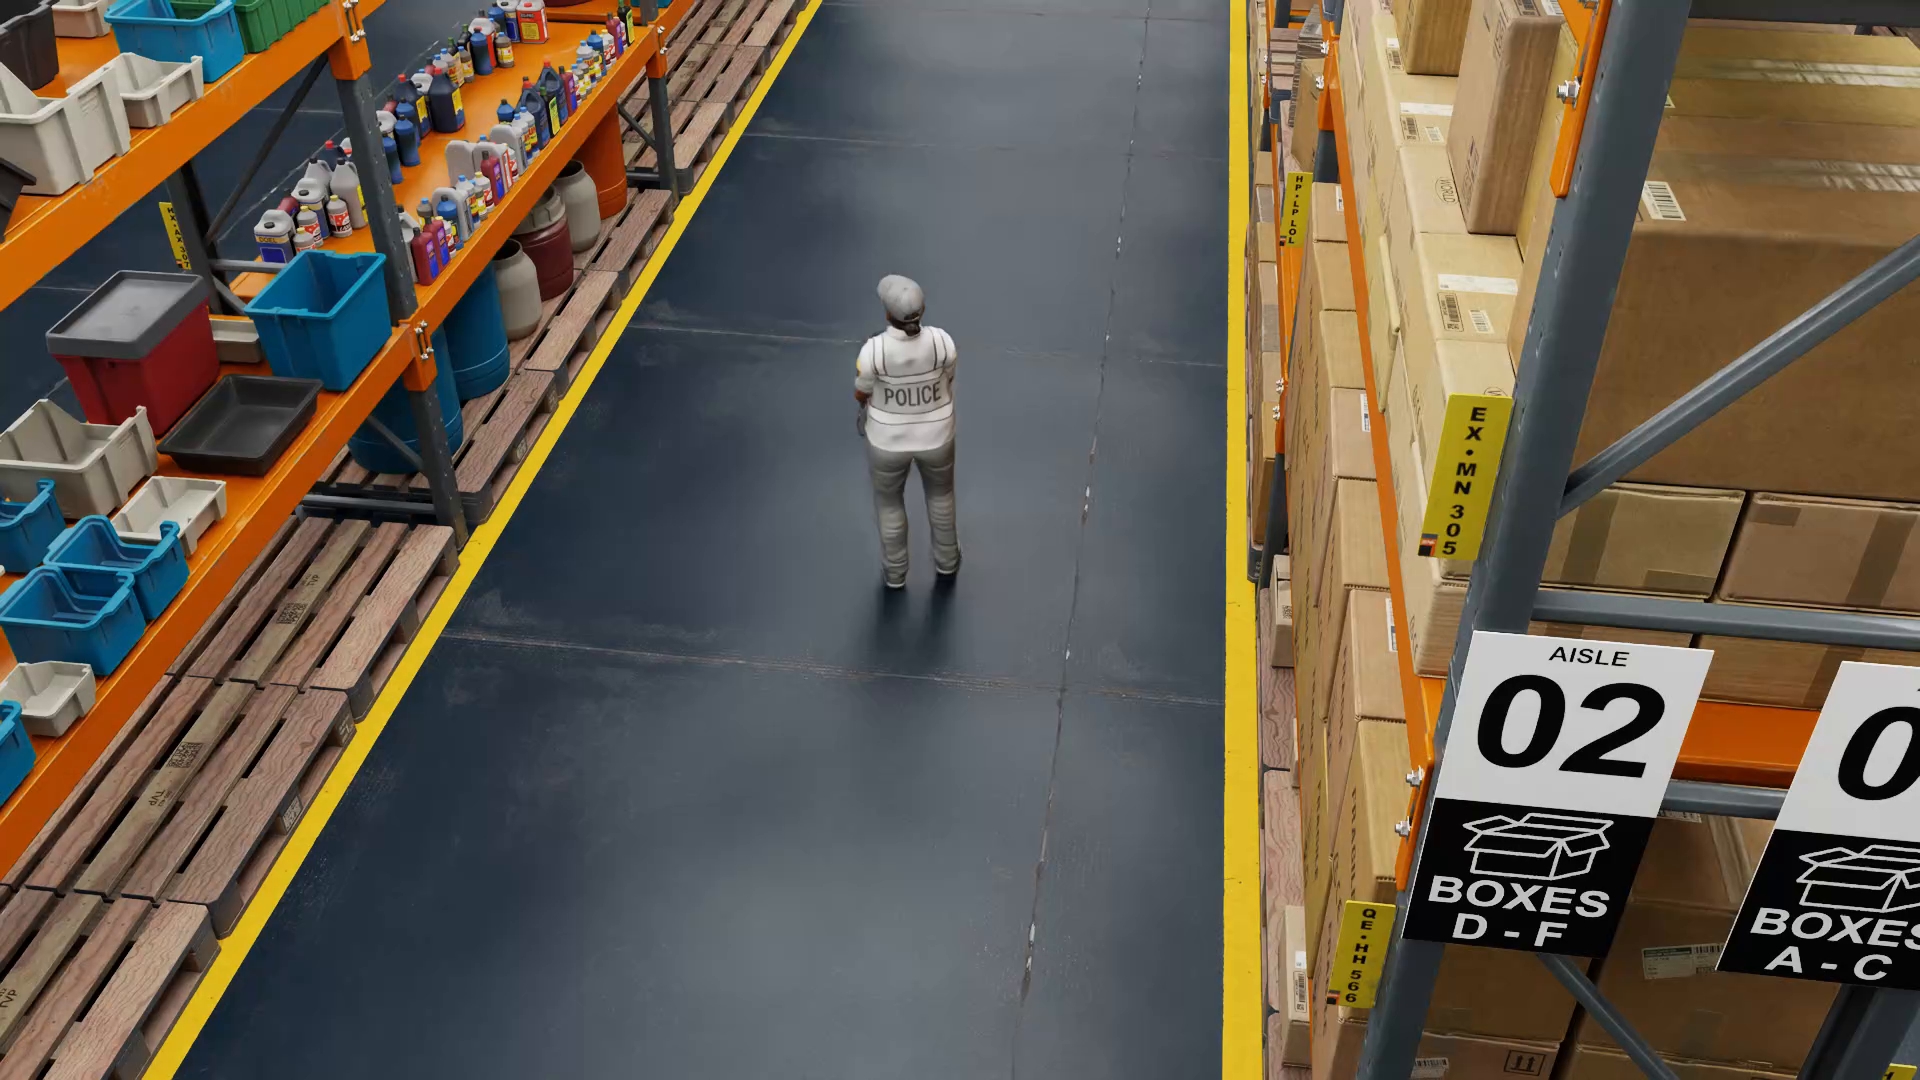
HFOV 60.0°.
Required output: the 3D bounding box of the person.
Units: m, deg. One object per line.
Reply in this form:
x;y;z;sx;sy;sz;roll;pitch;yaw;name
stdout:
-0.227;-0.519;7.736;0.537;1.670;0.497;-8;37;-11;person
